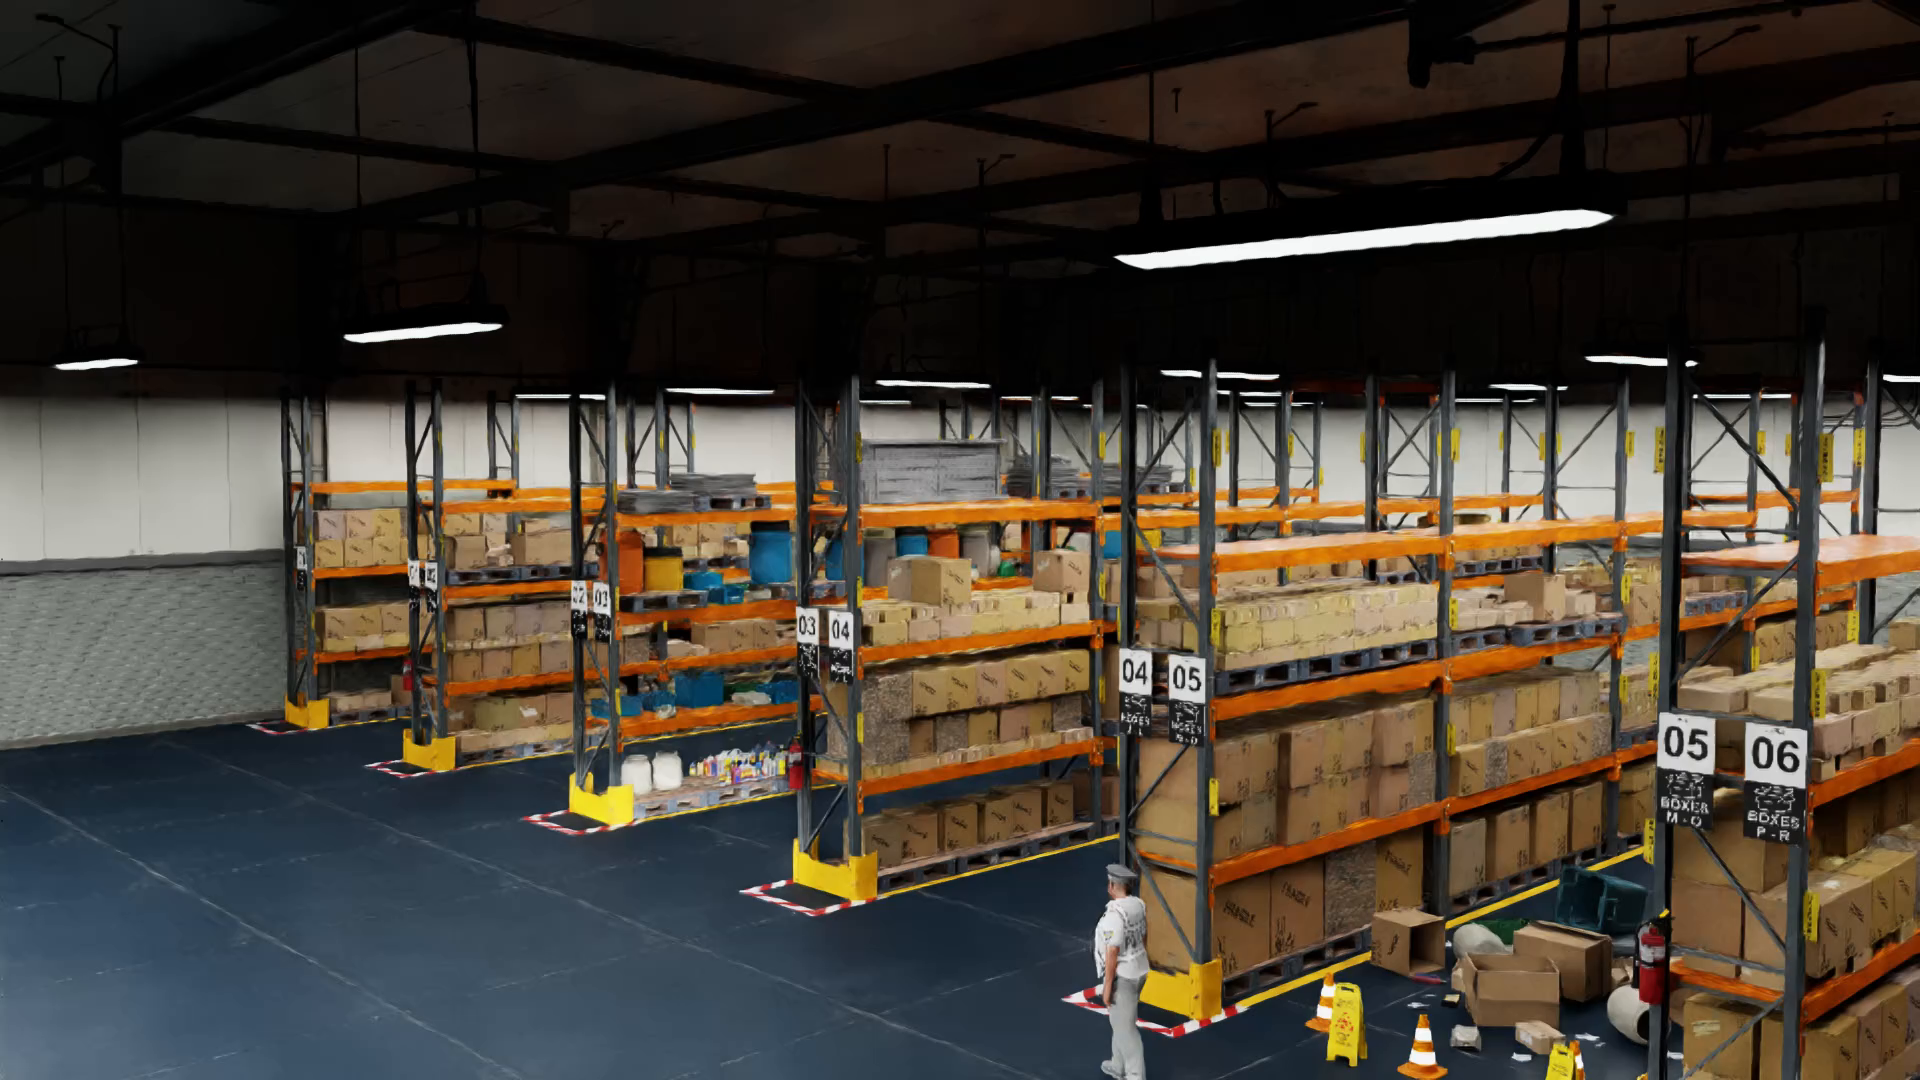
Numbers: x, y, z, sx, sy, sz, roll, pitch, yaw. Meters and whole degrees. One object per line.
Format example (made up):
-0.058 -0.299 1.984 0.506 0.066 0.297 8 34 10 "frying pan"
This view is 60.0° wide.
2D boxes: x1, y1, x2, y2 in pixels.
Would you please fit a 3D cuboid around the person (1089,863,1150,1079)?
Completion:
1.271 3.452 13.130 0.555 1.747 0.675 2 4 29 "person"
